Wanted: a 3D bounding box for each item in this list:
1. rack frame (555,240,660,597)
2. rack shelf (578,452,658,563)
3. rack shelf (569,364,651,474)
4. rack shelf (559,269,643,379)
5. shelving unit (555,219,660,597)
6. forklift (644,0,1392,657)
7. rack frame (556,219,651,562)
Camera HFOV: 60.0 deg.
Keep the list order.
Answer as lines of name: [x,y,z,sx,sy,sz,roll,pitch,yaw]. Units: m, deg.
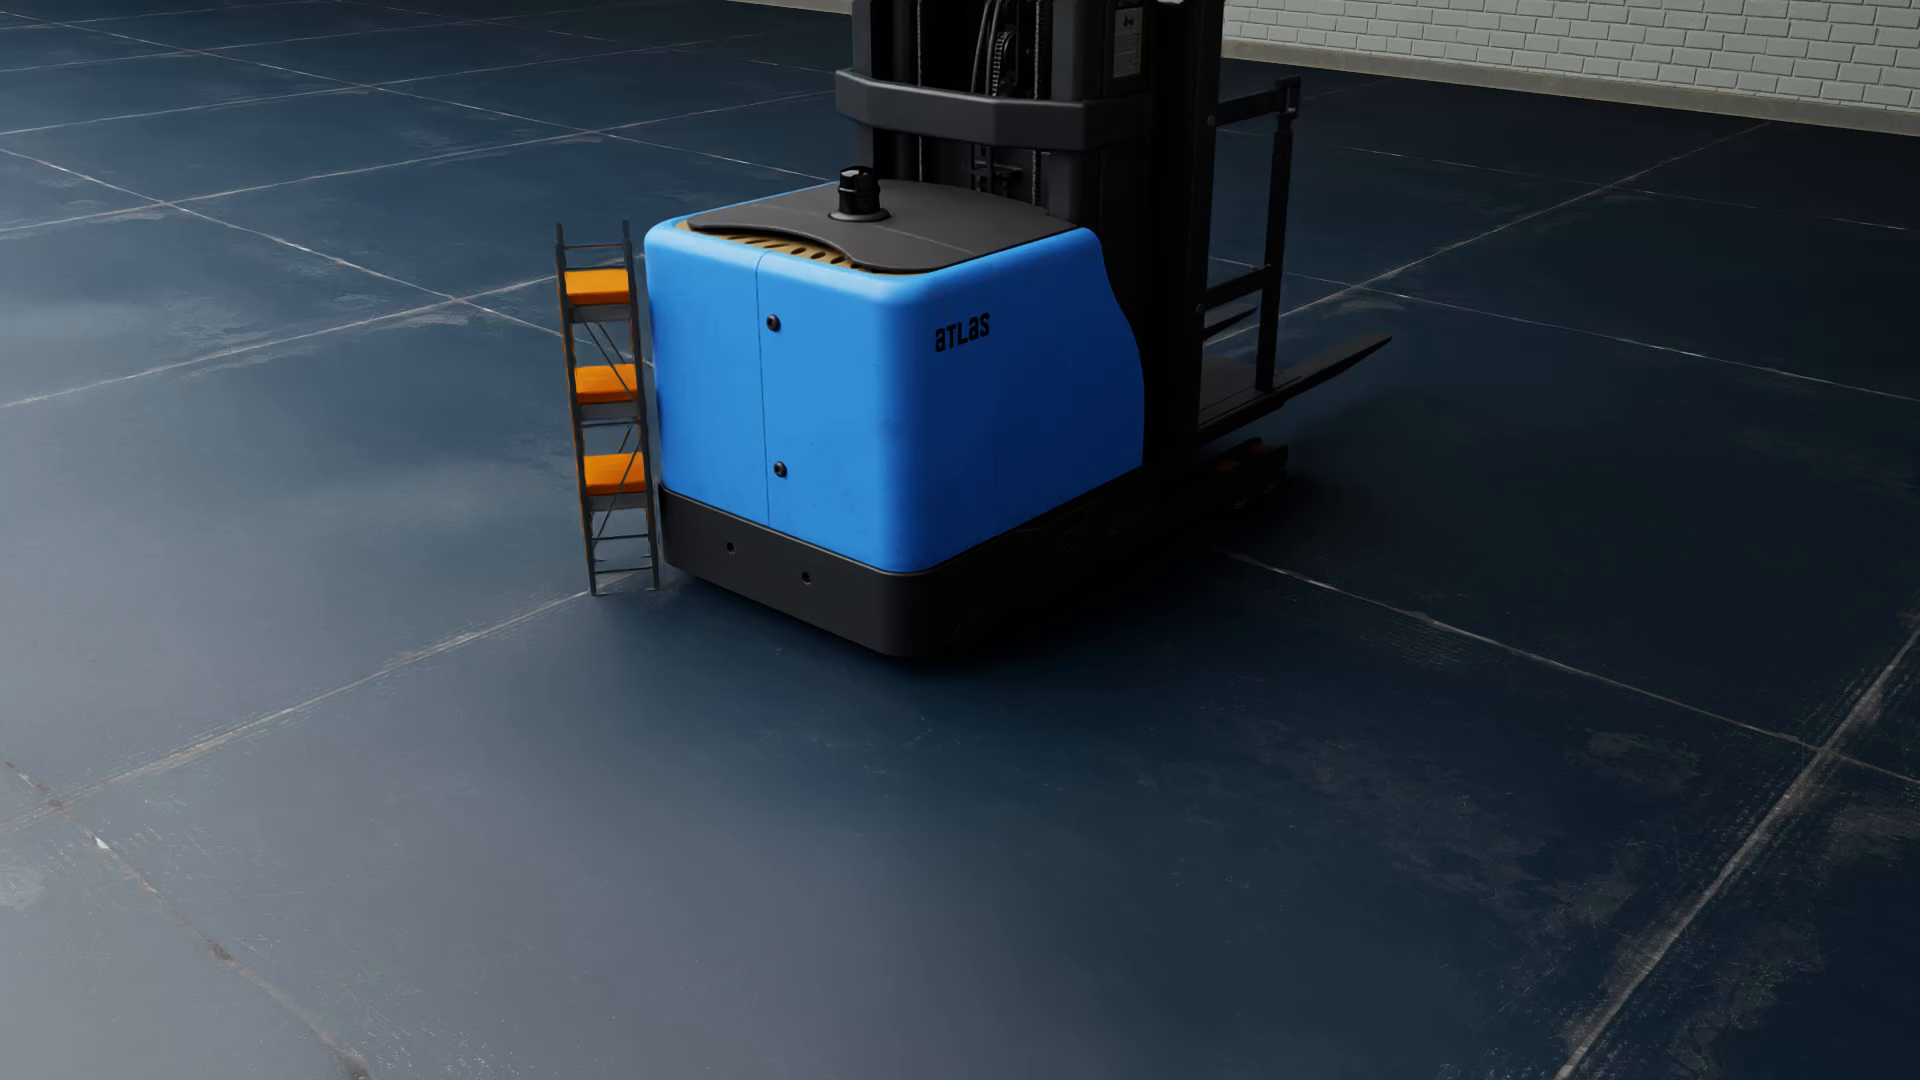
rack frame: [-0.985,-0.323,4.685,0.200,1.050,0.008,-5,25,-11]
rack shelf: [-1.011,-0.108,4.912,0.215,0.259,0.240,-5,25,-11]
rack shelf: [-1.011,-0.362,4.799,0.215,0.259,0.240,-5,25,-11]
rack shelf: [-1.012,-0.621,4.683,0.215,0.259,0.240,-5,25,-11]
shelving unit: [-1.011,-0.371,4.794,0.215,1.050,0.252,-5,25,-11]
forklift: [0.453,-1.554,5.134,1.130,2.935,3.031,19,31,36]
rack frame: [-1.037,-0.420,4.903,0.200,1.050,0.008,-5,25,-11]
